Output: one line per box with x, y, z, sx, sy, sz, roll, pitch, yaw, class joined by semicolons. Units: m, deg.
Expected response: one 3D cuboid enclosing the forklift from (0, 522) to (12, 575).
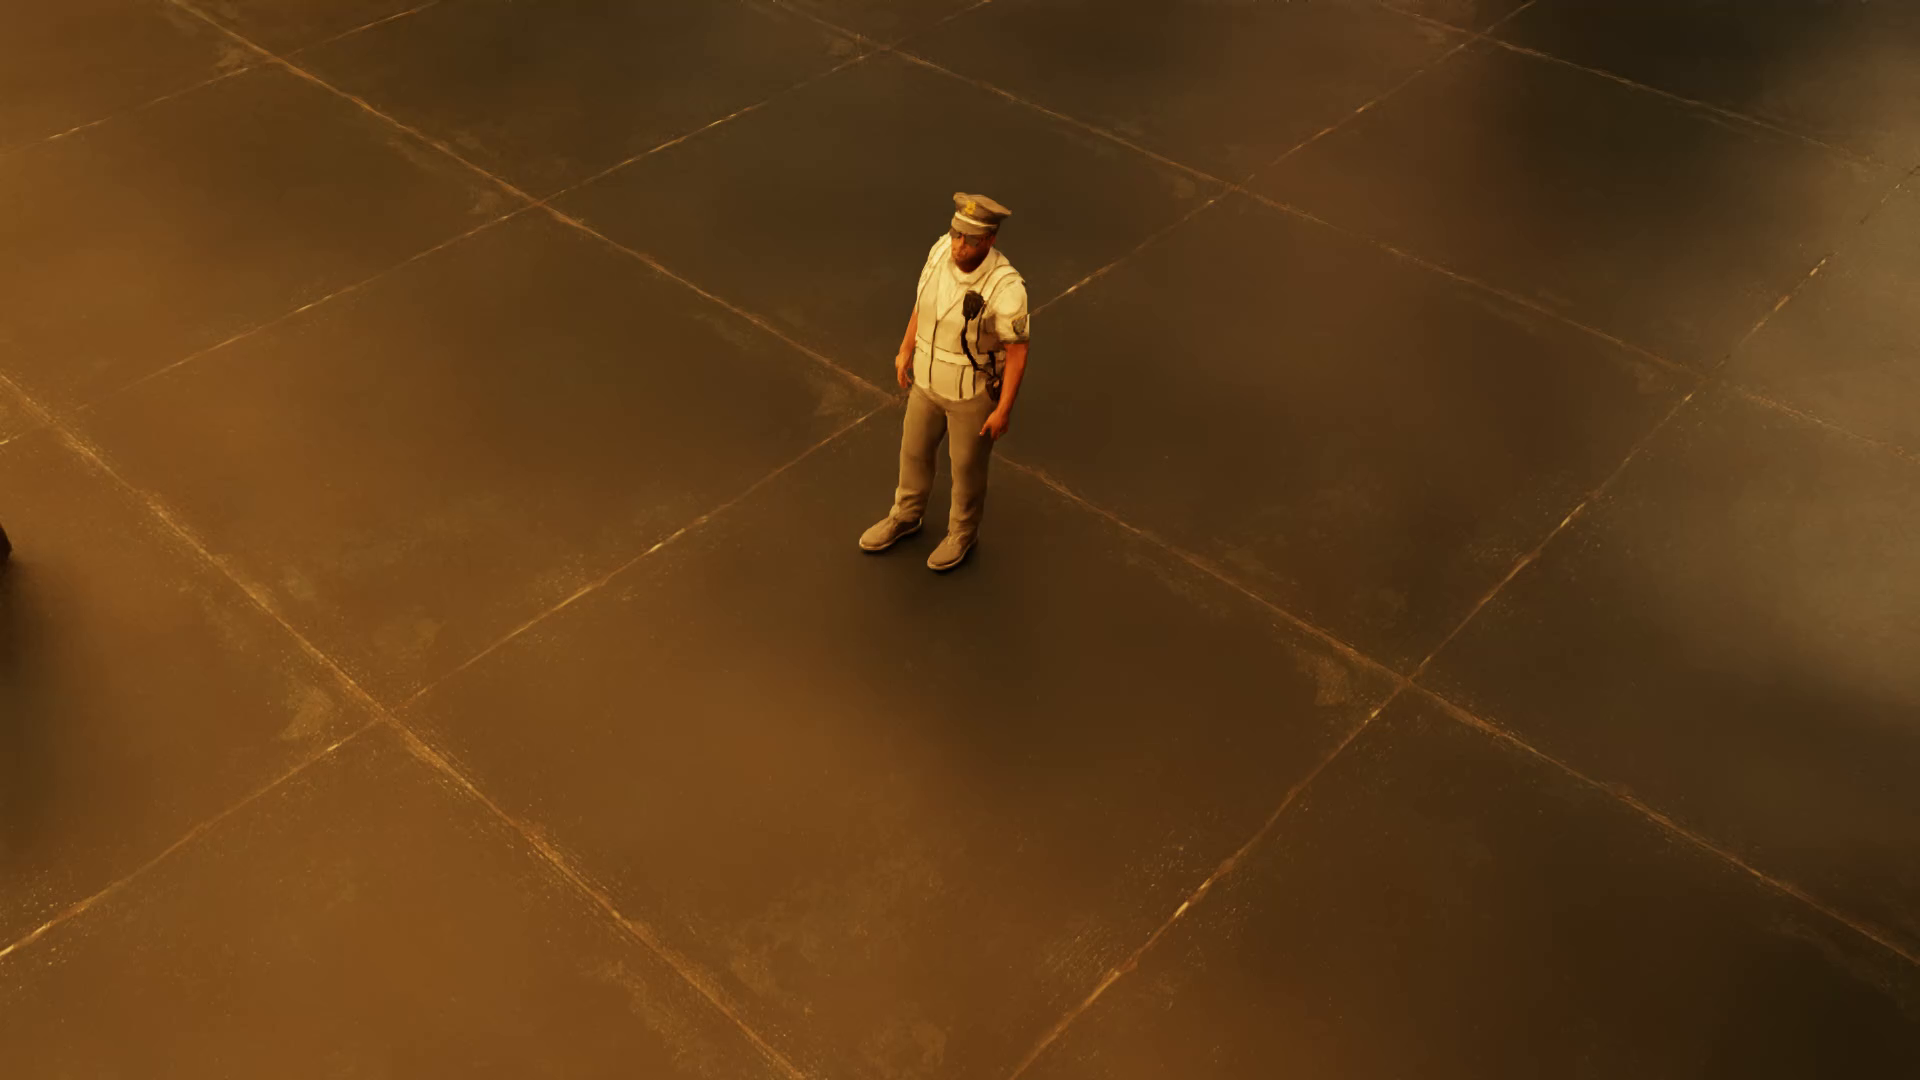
-5.727;-0.600;6.127;3.031;2.935;1.130;-5;41;-6;forklift

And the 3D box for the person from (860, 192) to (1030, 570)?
-0.061;-0.649;7.057;0.640;1.778;0.574;31;49;31;person
